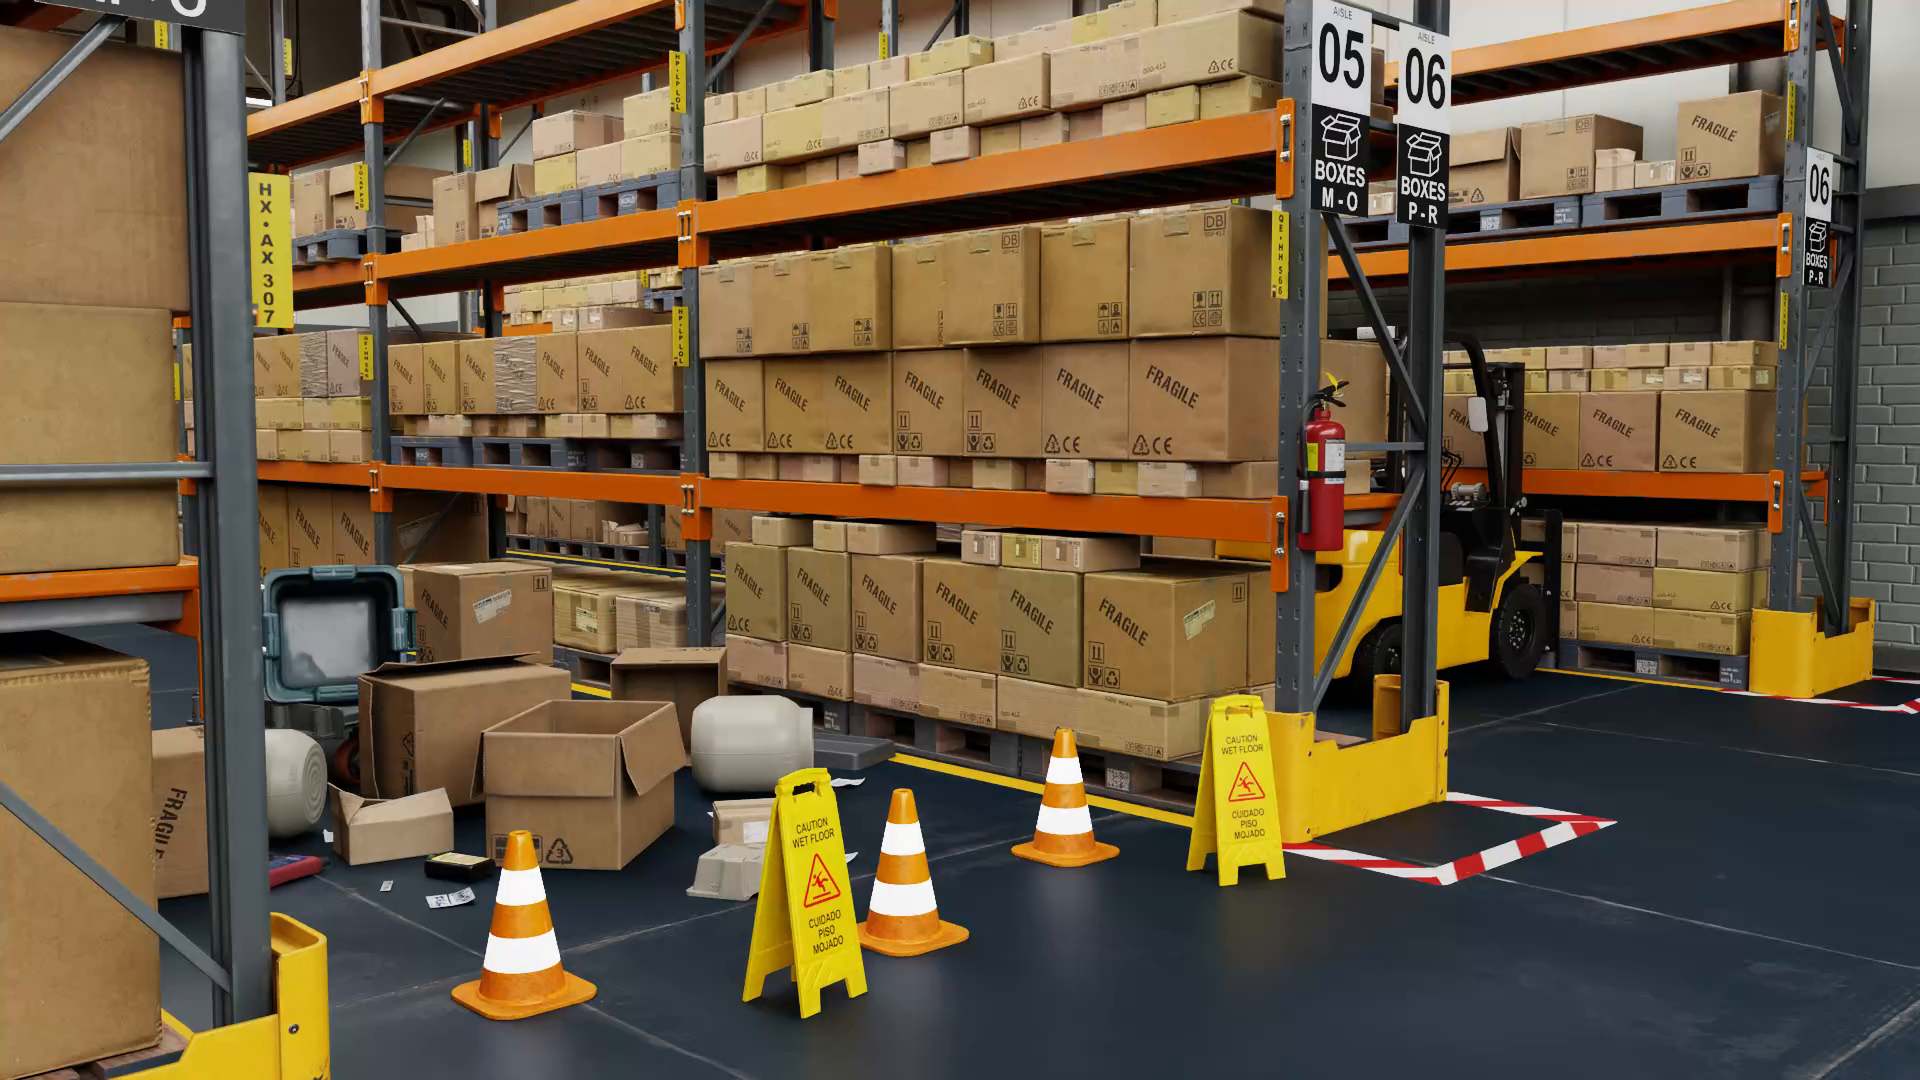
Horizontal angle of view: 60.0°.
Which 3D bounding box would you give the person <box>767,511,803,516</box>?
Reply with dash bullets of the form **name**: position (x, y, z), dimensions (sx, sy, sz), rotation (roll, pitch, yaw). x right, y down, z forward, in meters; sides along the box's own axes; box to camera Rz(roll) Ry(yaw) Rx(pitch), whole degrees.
- **person**: position (-1.242, -0.059, 11.946), dimensions (0.893, 1.607, 0.486), rotation (3, 5, 40)
